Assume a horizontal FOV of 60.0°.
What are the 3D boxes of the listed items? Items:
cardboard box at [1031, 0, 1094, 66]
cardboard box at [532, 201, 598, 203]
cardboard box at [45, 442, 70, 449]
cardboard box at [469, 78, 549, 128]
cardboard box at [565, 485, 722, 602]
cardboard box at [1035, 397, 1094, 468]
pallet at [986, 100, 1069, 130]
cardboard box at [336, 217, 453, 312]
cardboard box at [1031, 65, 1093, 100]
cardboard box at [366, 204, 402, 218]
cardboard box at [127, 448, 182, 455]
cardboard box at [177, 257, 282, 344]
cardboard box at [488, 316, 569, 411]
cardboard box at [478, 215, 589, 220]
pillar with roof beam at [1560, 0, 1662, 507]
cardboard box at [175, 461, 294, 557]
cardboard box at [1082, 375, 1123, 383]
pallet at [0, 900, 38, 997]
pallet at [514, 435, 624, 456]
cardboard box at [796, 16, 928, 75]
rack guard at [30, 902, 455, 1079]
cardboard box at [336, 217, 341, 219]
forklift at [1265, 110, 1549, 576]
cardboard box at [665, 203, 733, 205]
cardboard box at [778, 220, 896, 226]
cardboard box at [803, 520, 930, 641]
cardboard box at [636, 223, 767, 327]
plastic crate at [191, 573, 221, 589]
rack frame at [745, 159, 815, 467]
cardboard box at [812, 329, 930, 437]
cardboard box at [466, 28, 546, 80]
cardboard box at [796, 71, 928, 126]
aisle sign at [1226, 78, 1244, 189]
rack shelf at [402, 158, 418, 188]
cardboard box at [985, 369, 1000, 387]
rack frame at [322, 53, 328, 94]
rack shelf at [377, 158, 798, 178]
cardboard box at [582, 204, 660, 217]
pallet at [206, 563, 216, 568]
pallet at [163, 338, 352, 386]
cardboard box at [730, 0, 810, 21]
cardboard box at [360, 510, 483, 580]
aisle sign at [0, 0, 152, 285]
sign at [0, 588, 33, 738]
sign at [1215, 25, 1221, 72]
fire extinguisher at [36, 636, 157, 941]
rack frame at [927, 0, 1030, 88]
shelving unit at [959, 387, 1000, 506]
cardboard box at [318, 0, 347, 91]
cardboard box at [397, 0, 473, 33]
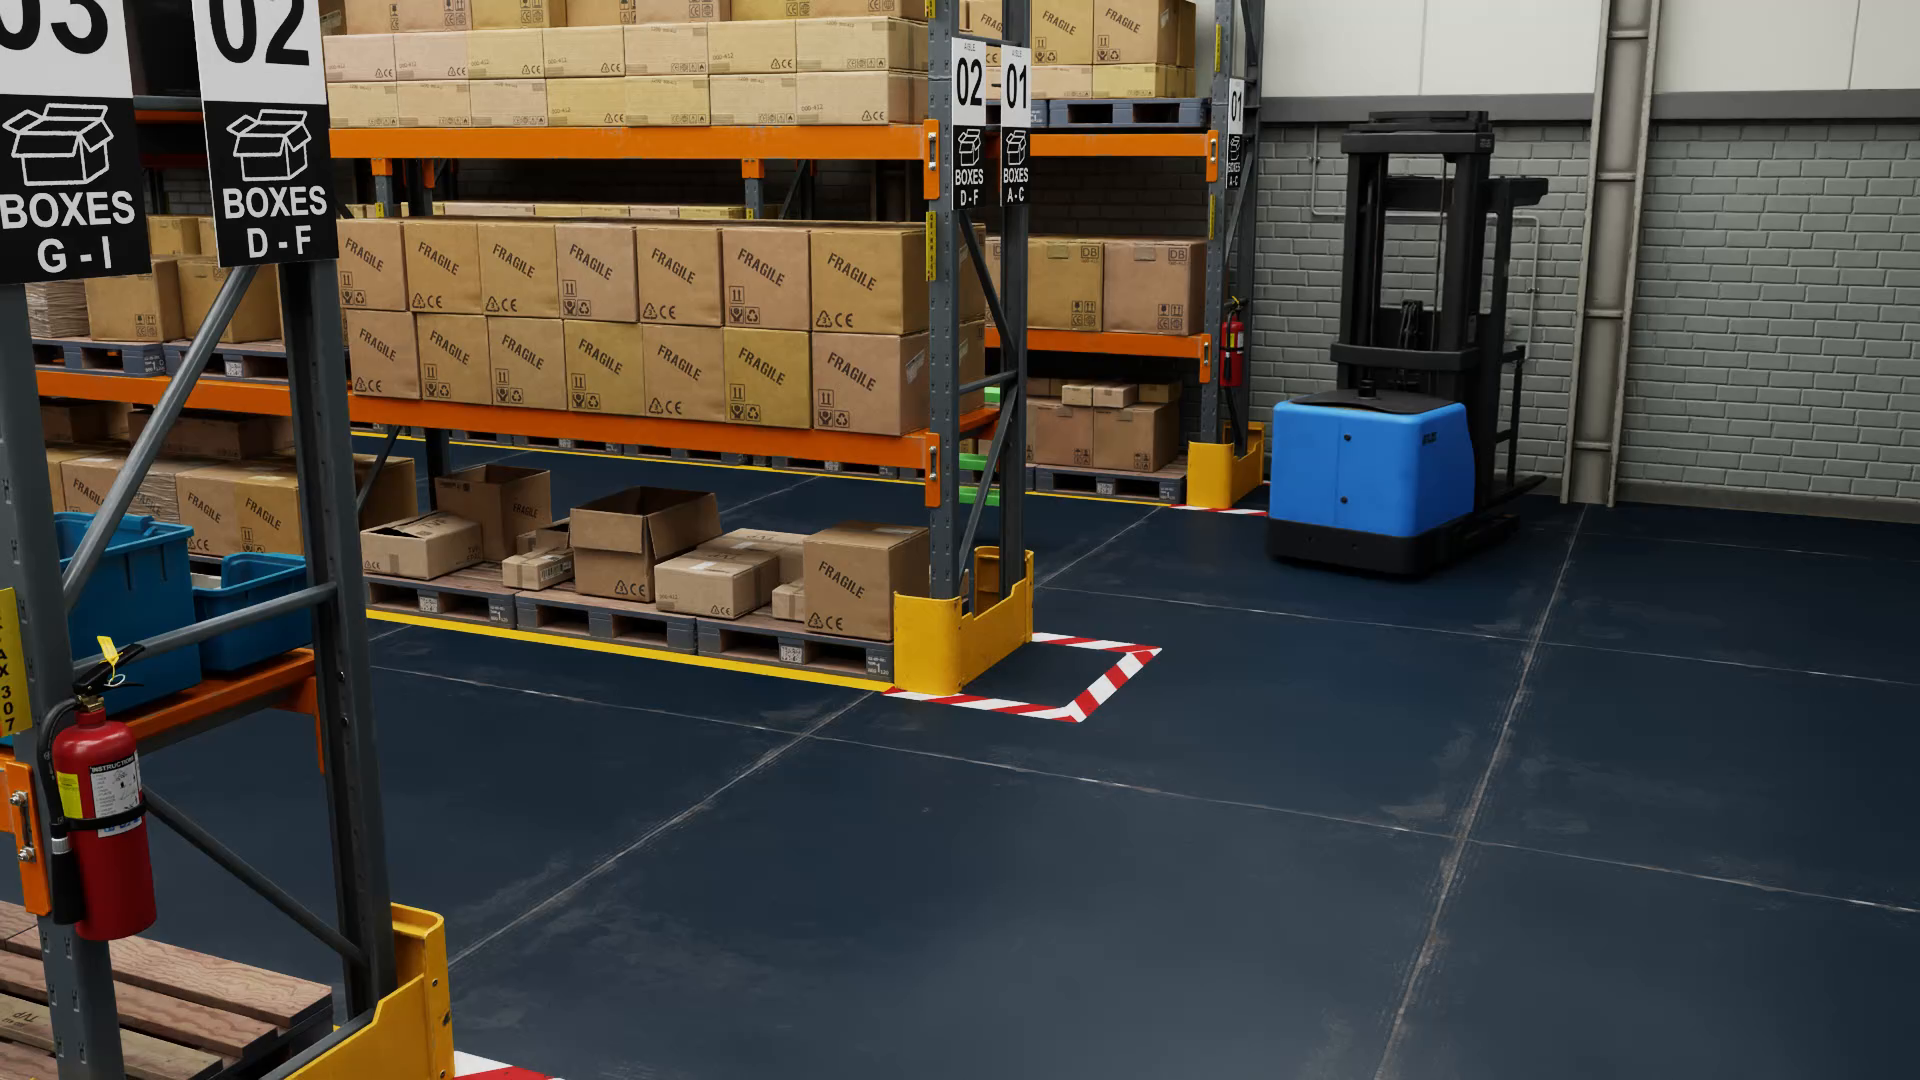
[{"bbox_3d":[0.876,-3.898,12.782,0.500,0.500,0.500,6,15,25],"label":"cardboard box"},{"bbox_3d":[-3.746,-3.057,15.661,0.500,0.250,0.500,5,14,22],"label":"cardboard box"},{"bbox_3d":[-6.427,-0.386,11.344,0.500,0.500,0.500,5,14,21],"label":"cardboard box"},{"bbox_3d":[-2.295,-2.365,9.030,0.500,0.250,0.500,6,14,23],"label":"cardboard box"},{"bbox_3d":[-1.831,0.006,9.665,0.637,0.503,0.797,6,14,23],"label":"cardboard box"},{"bbox_3d":[0.971,-0.911,13.622,0.500,0.500,0.700,6,14,23],"label":"cardboard box"},{"bbox_3d":[0.307,-3.429,13.430,1.213,0.211,1.003,6,14,23],"label":"pallet"},{"bbox_3d":[-3.234,-1.601,9.604,0.500,0.500,0.500,6,15,25],"label":"cardboard box"},{"bbox_3d":[0.856,-3.534,12.872,0.500,0.250,0.500,5,14,21],"label":"cardboard box"},{"bbox_3d":[-5.533,-3.177,16.128,0.250,0.149,0.380,4,14,16],"label":"cardboard box"},{"bbox_3d":[-5.303,-0.403,11.413,0.500,0.500,0.500,5,14,21],"label":"cardboard box"},{"bbox_3d":[-4.548,-1.562,10.708,0.500,0.500,0.700,8,16,32],"label":"cardboard box"},{"bbox_3d":[-2.270,-1.019,9.313,0.500,0.500,0.500,6,14,23],"label":"cardboard box"},{"bbox_3d":[-2.515,-1.664,9.872,0.500,0.500,0.500,5,14,22],"label":"cardboard box"},{"bbox_3d":[3.184,-3.785,8.188,0.400,9.000,9.100,6,14,23],"label":"pillar with roof beam"},{"bbox_3d":[-4.567,-0.199,10.544,0.500,0.500,0.500,6,14,23],"label":"cardboard box"},{"bbox_3d":[1.160,-1.257,13.678,0.250,0.149,0.380,6,14,23],"label":"cardboard box"},{"bbox_3d":[-3.754,1.396,5.342,1.213,0.211,1.003,6,14,23],"label":"pallet"},{"bbox_3d":[-3.404,-1.014,15.613,1.213,0.211,1.003,6,14,23],"label":"pallet"},{"bbox_3d":[-0.467,-2.423,8.182,0.500,0.250,0.500,6,14,23],"label":"cardboard box"},{"bbox_3d":[-1.877,1.453,4.469,0.348,0.500,1.175,6,14,23],"label":"rack guard"},{"bbox_3d":[-6.161,-2.923,16.466,0.500,0.500,0.700,4,14,18],"label":"cardboard box"},{"bbox_3d":[3.345,-1.475,11.626,1.130,2.935,3.031,10,17,37],"label":"forklift"},{"bbox_3d":[-2.344,-2.915,15.057,0.500,0.250,0.500,6,14,24],"label":"cardboard box"},{"bbox_3d":[-0.674,-1.476,9.072,0.500,0.500,0.500,6,14,24],"label":"cardboard box"},{"bbox_3d":[-0.491,0.206,8.819,0.500,0.500,0.500,6,14,23],"label":"cardboard box"},{"bbox_3d":[-1.351,-1.411,8.793,0.500,0.500,0.500,6,15,25],"label":"cardboard box"},{"bbox_3d":[-2.256,0.197,4.795,0.298,0.136,0.250,6,14,23],"label":"plastic crate"},{"bbox_3d":[-1.548,-2.203,14.577,0.127,3.000,1.000,6,14,23],"label":"rack frame"},{"bbox_3d":[-0.414,-0.831,8.512,0.500,0.500,0.500,6,15,25],"label":"cardboard box"},{"bbox_3d":[-2.297,-2.607,8.968,0.500,0.250,0.500,6,14,23],"label":"cardboard box"},{"bbox_3d":[-0.471,-2.178,8.231,0.500,0.250,0.500,6,14,23],"label":"cardboard box"},{"bbox_3d":[2.053,-3.029,12.407,0.004,0.787,0.394,6,14,23],"label":"aisle sign"},{"bbox_3d":[-5.380,-2.463,10.695,4.000,0.370,1.077,6,14,23],"label":"rack shelf"},{"bbox_3d":[0.233,-1.351,14.078,0.250,0.149,0.380,6,14,22],"label":"cardboard box"},{"bbox_3d":[-3.551,-4.089,9.481,0.127,3.000,1.000,6,14,23],"label":"rack frame"},{"bbox_3d":[-3.377,-3.498,15.105,4.000,0.370,1.077,6,14,23],"label":"rack shelf"},{"bbox_3d":[-3.009,-2.858,14.812,0.500,0.250,0.500,6,15,24],"label":"cardboard box"},{"bbox_3d":[-5.430,0.010,11.252,1.213,0.211,1.003,6,14,23],"label":"pallet"},{"bbox_3d":[-4.238,-1.171,10.601,1.213,0.211,1.003,6,14,23],"label":"pallet"},{"bbox_3d":[-0.793,-2.902,8.581,0.500,0.500,0.700,6,14,23],"label":"cardboard box"},{"bbox_3d":[-3.255,0.011,10.065,0.500,0.311,0.500,6,14,23],"label":"cardboard box"},{"bbox_3d":[-1.957,-0.961,3.595,0.004,0.787,0.394,6,14,23],"label":"aisle sign"},{"bbox_3d":[-2.112,0.273,3.667,0.005,0.325,0.100,6,14,23],"label":"sign"},{"bbox_3d":[1.876,-3.574,12.088,0.005,0.325,0.100,6,14,23],"label":"sign"},{"bbox_3d":[-1.950,0.564,3.769,0.183,0.674,0.296,6,14,23],"label":"fire extinguisher"},{"bbox_3d":[0.106,-3.719,7.904,0.127,3.000,1.000,6,14,23],"label":"rack frame"},{"bbox_3d":[0.151,-0.569,11.553,0.503,1.200,0.258,6,14,23],"label":"shelving unit"},{"bbox_3d":[-3.982,-2.992,10.017,0.600,0.600,0.600,4,14,18],"label":"cardboard box"},{"bbox_3d":[-2.691,-3.051,9.217,0.500,0.500,0.700,6,14,23],"label":"cardboard box"}]
